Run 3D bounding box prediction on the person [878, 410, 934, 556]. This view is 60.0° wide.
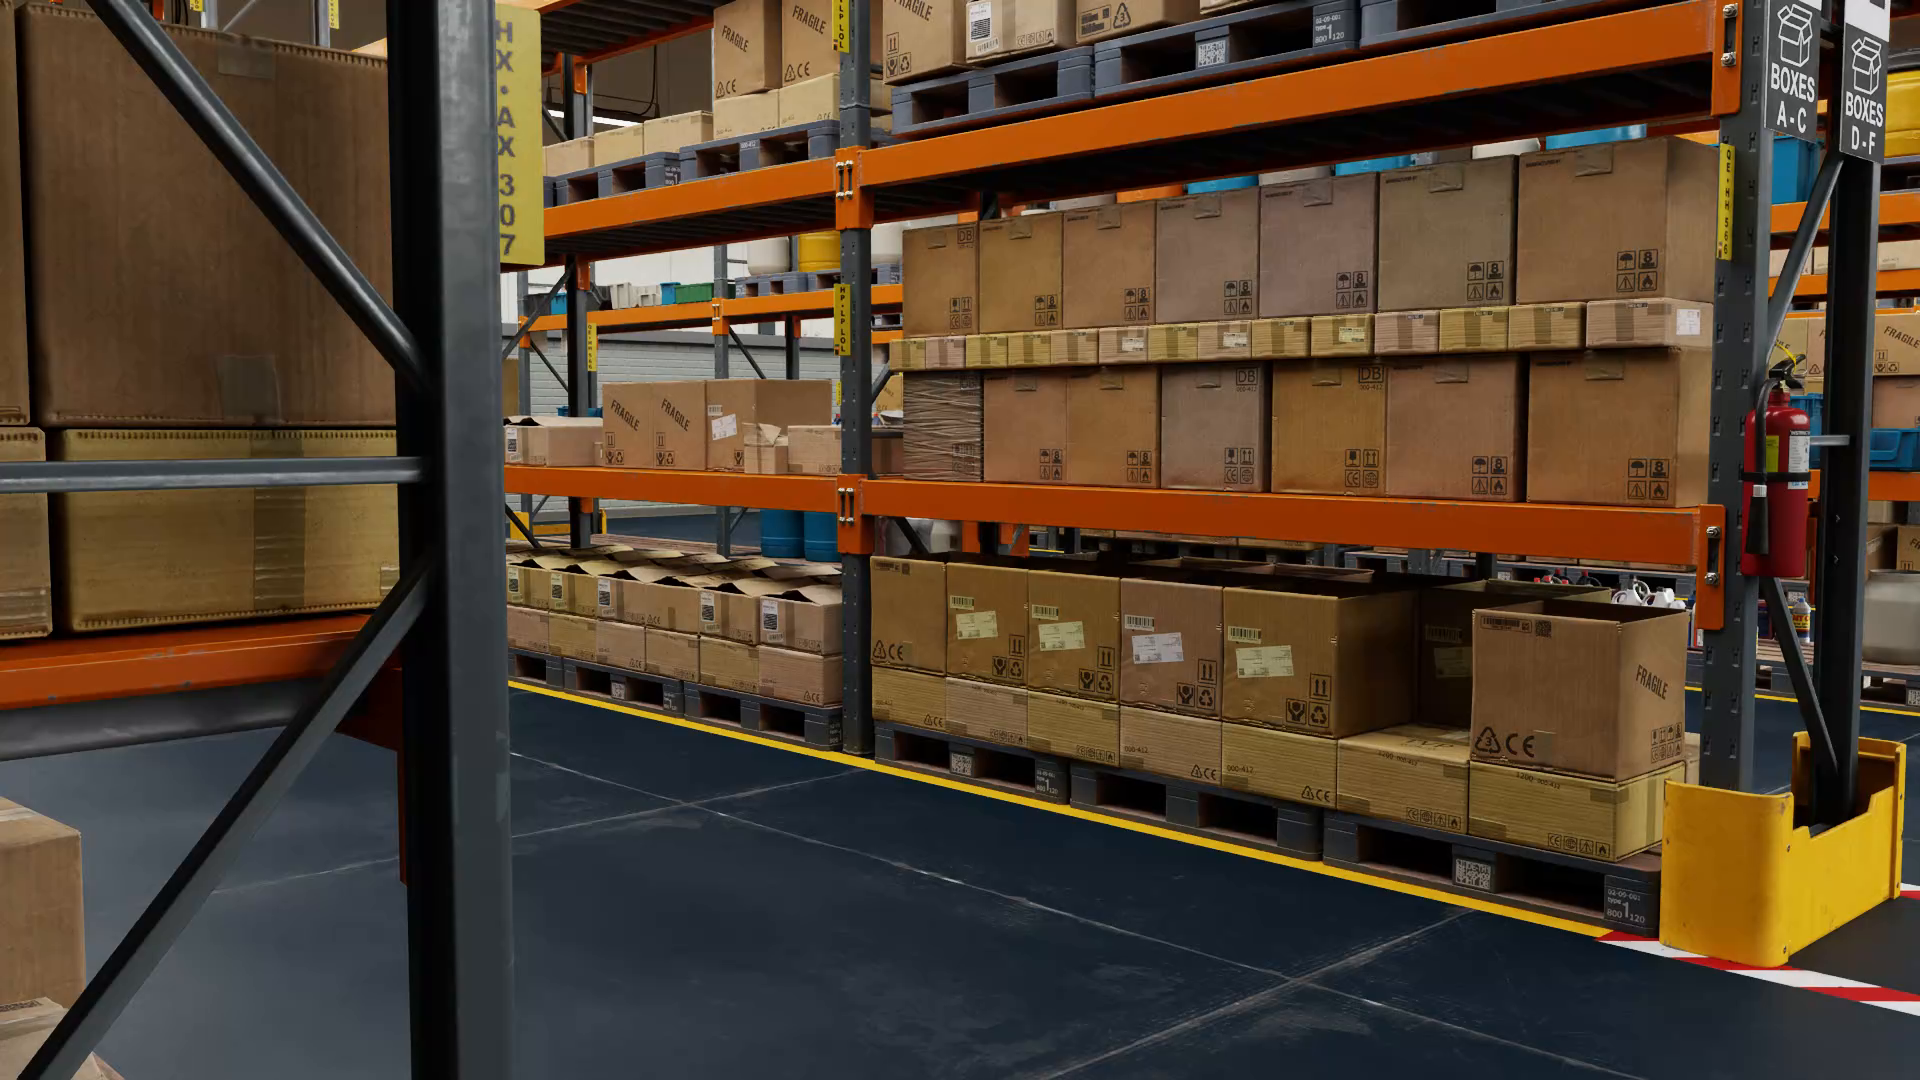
[{"bbox_3d":[-0.395,-0.133,12.372,0.518,1.658,0.399,-4,6,-45],"label":"person"}]
